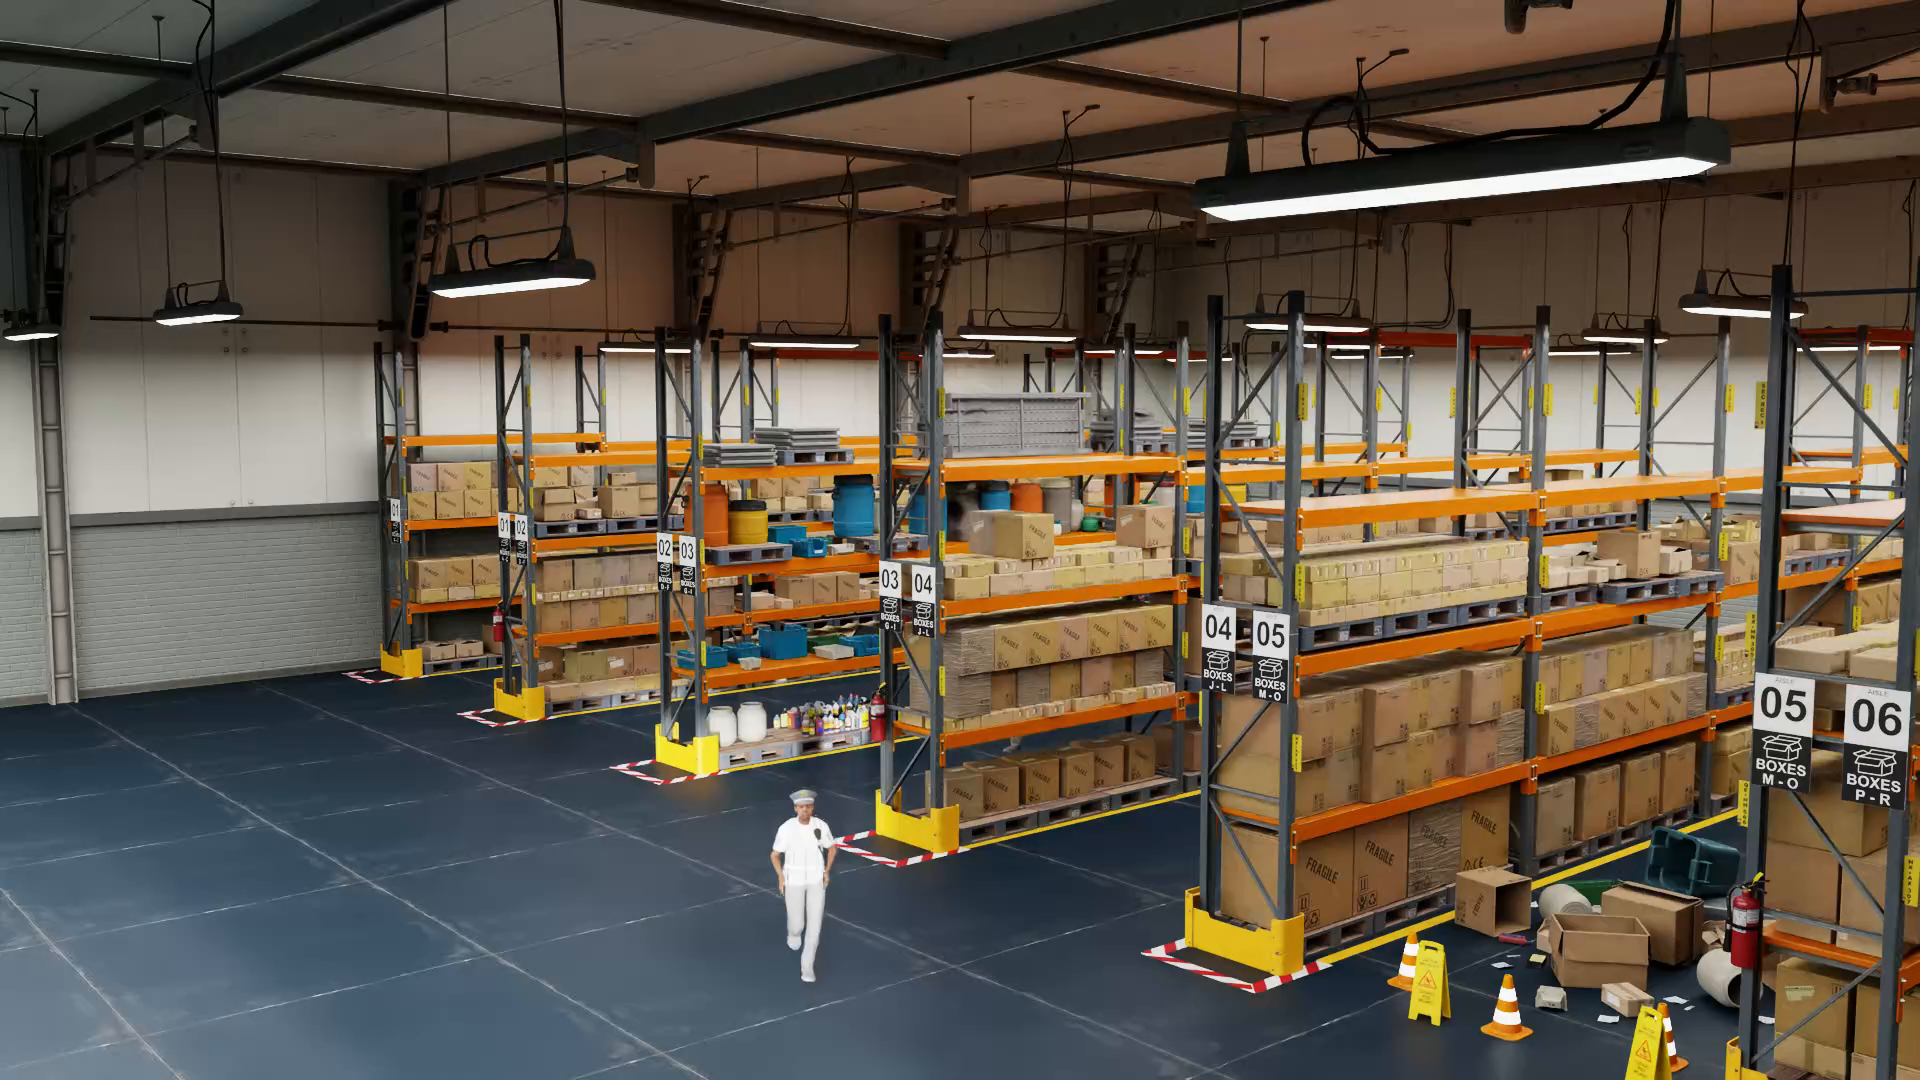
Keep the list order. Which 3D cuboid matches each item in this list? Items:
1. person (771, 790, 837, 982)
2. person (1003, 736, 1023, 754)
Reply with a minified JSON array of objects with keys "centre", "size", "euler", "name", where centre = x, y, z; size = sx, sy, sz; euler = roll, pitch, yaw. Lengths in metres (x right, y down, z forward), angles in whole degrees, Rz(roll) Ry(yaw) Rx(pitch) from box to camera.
[{"centre":[-1.372,3.009,14.716],"size":[0.586,1.665,0.597],"euler":[-1,5,-12],"name":"person"},{"centre":[0.739,1.977,22.271],"size":[0.664,1.737,0.601],"euler":[4,7,40],"name":"person"}]
